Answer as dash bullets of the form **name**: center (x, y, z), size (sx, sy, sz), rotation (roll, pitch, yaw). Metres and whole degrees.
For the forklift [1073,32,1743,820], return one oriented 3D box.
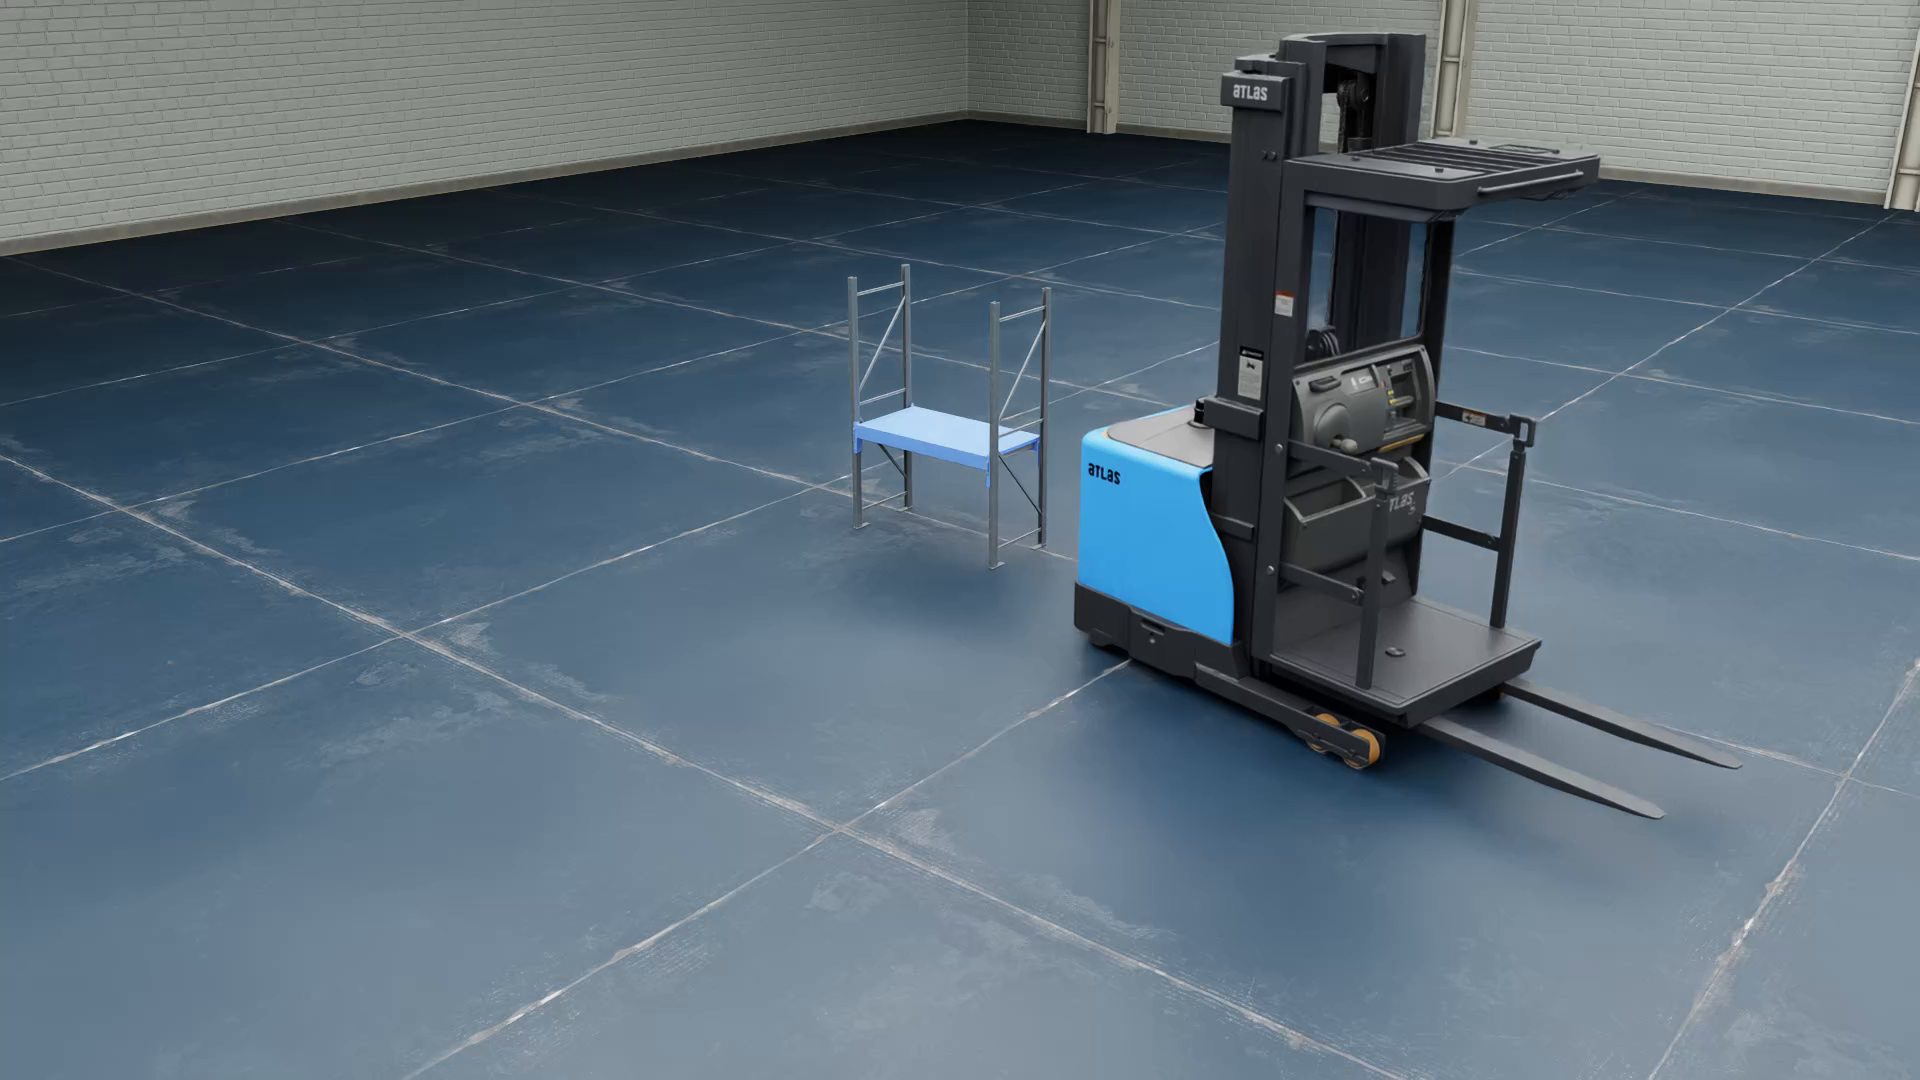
- **forklift**: center (1.904, -0.597, 7.098), size (1.130, 2.935, 3.031), rotation (-17, 26, -37)

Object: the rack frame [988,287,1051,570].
- **rack frame**: center (0.328, -0.607, 9.153), size (0.032, 1.500, 0.500), rotation (16, 26, 36)

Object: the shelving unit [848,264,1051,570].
- **shelving unit**: center (-0.066, -0.721, 9.454), size (1.048, 1.500, 0.538), rotation (16, 26, 36)

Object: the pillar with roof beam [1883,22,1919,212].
- **pillar with roof beam**: center (8.927, -7.126, 15.812), size (0.400, 9.000, 9.100), rotation (16, 26, 36)

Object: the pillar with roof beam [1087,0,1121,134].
- **pillar with roof beam**: center (-0.370, -9.804, 22.912), size (0.400, 9.000, 9.100), rotation (16, 26, 36)

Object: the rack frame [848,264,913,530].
- **rack frame**: center (-0.460, -0.834, 9.755), size (0.032, 1.500, 0.500), rotation (16, 26, 36)

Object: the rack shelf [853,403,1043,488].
- **rack shelf**: center (-0.066, -0.552, 9.517), size (1.000, 0.185, 0.538), rotation (16, 26, 36)

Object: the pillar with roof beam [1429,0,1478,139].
- **pillar with roof beam**: center (4.278, -8.465, 19.362), size (0.400, 9.000, 9.100), rotation (16, 26, 36)
